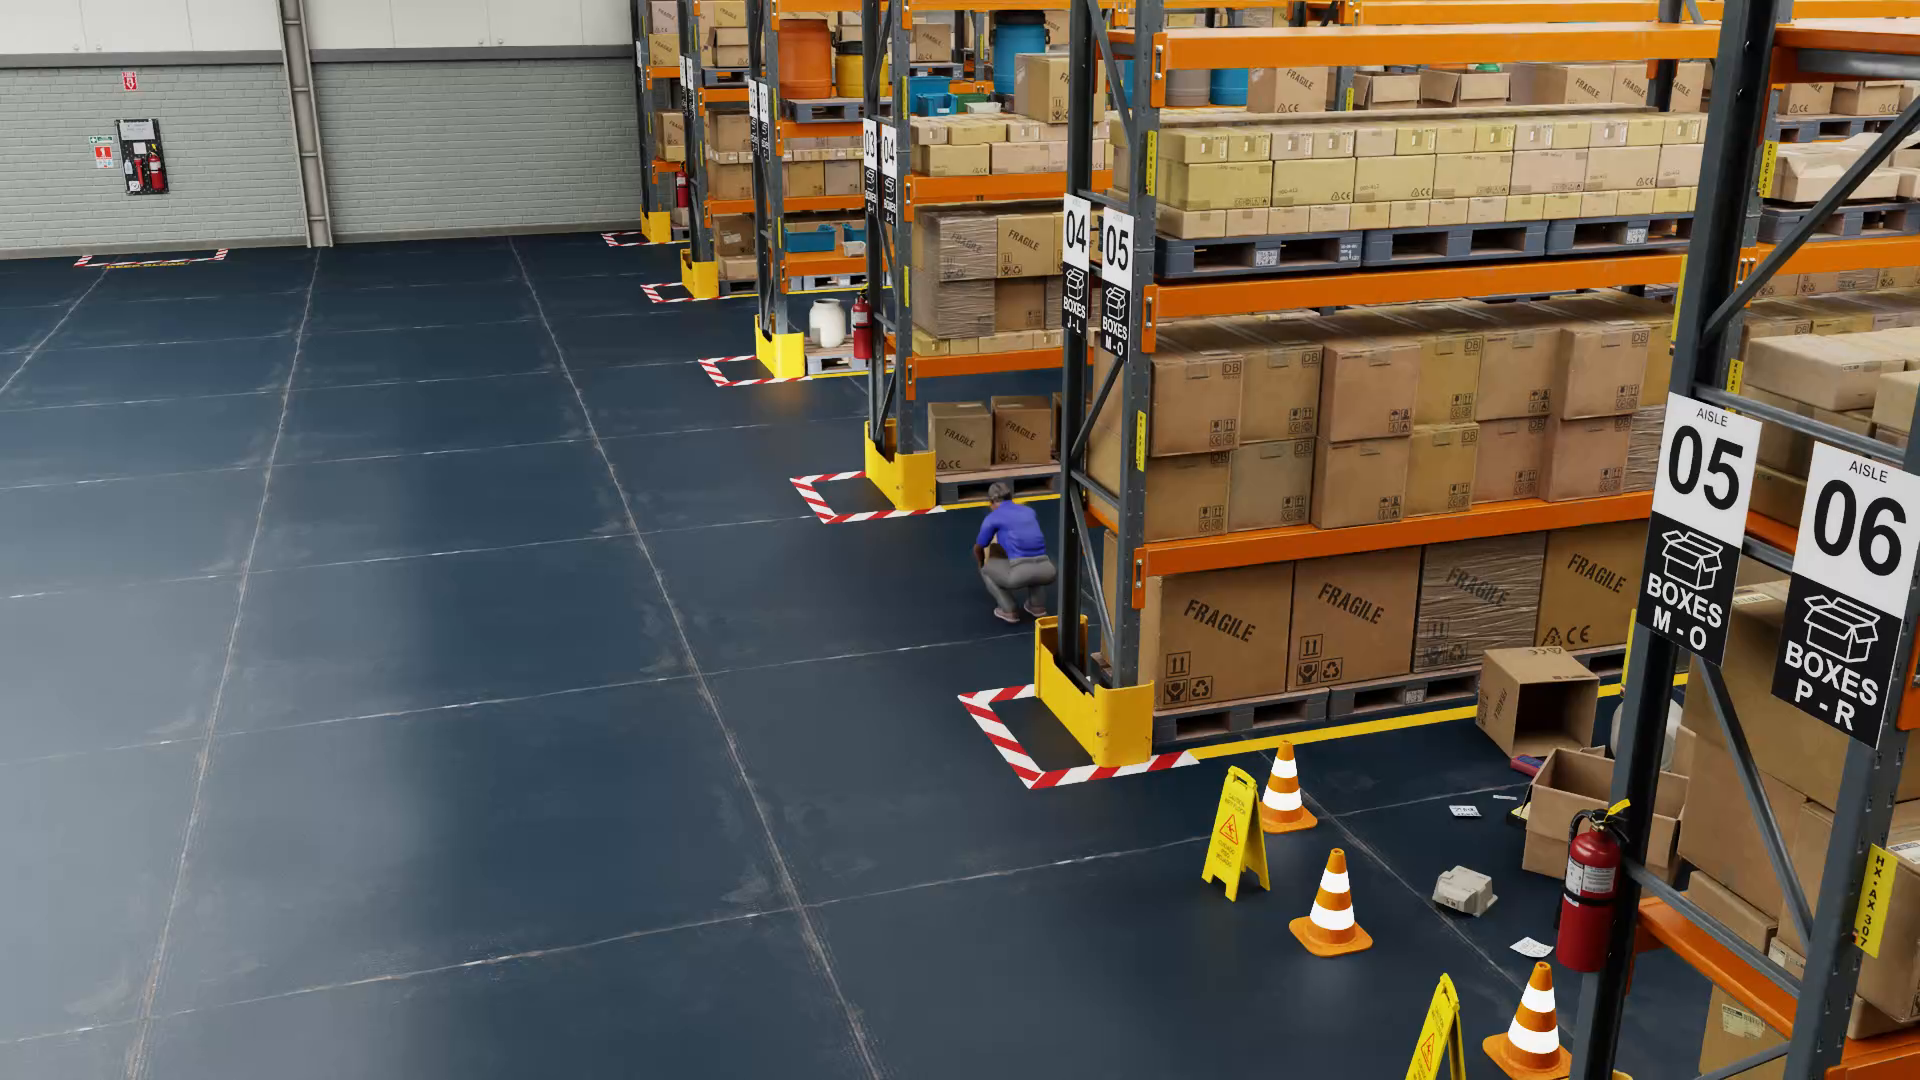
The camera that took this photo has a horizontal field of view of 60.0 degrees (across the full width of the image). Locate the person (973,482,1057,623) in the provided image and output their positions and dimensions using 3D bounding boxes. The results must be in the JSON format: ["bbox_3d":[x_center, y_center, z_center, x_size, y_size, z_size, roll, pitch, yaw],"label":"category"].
[{"bbox_3d":[0.393,0.078,11.989,0.507,0.919,0.822,-6,20,-17],"label":"person"}]
